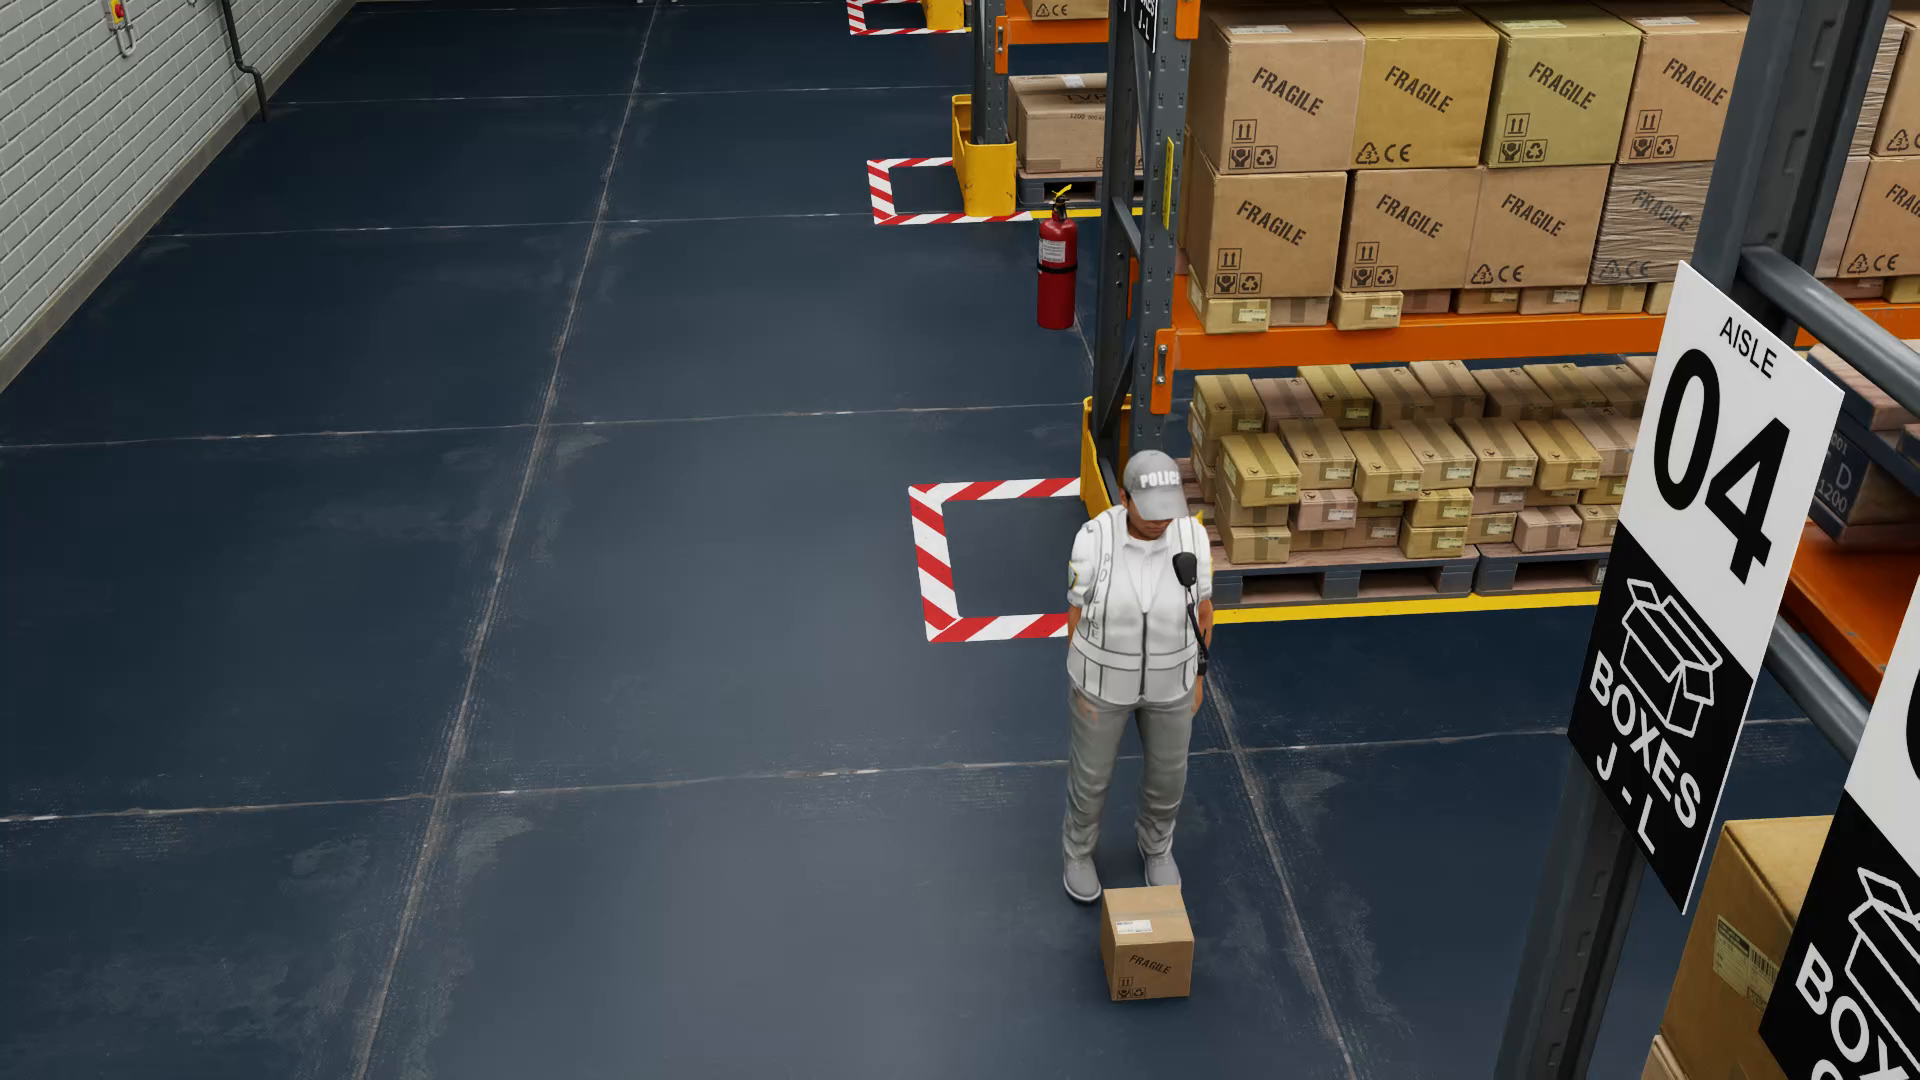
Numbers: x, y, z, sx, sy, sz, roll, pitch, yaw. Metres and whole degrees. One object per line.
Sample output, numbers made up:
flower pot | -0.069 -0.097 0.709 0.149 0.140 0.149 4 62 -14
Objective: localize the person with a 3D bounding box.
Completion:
person | 0.577 0.458 5.391 0.469 1.665 0.390 -2 31 -3
